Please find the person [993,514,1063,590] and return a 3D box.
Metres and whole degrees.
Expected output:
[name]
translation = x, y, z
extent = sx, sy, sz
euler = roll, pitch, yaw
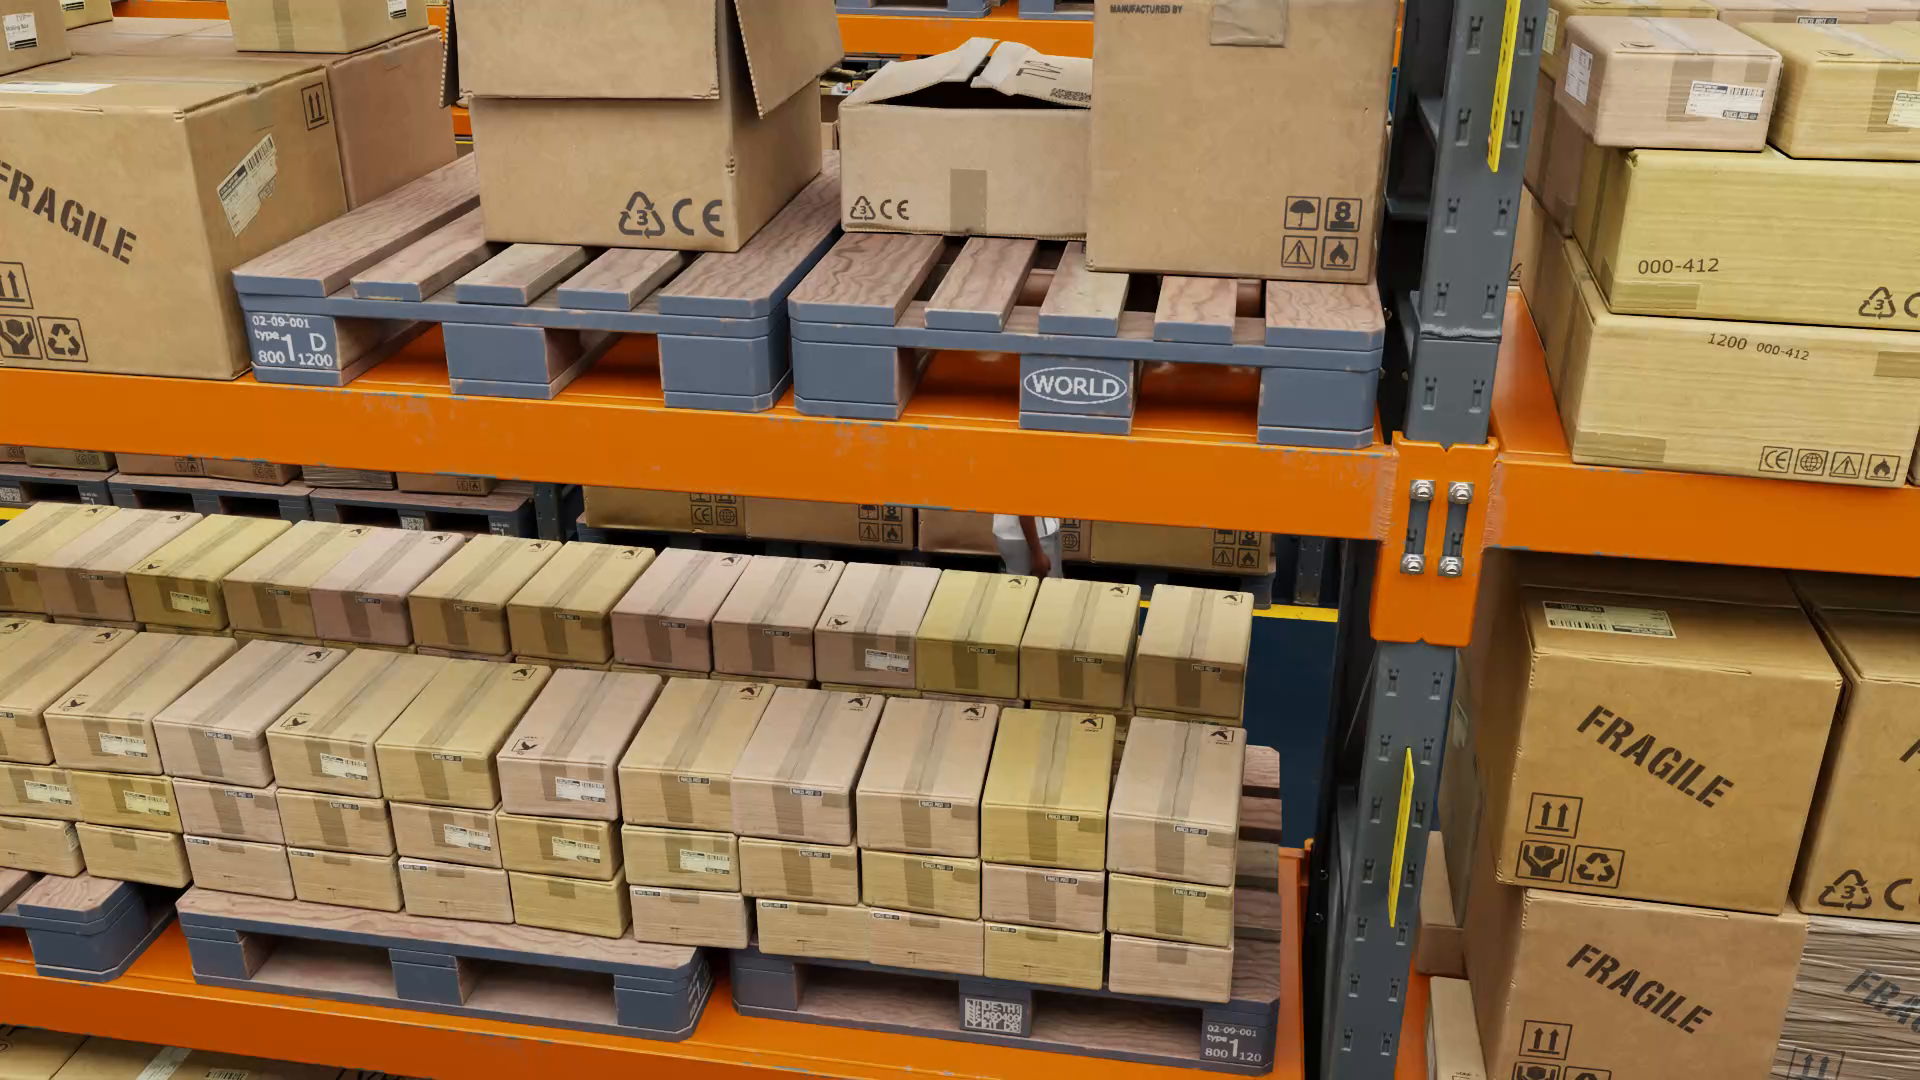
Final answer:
[person]
translation = 0.341, -0.025, 7.165
extent = 0.399, 1.657, 0.514
euler = 4, 25, 8
